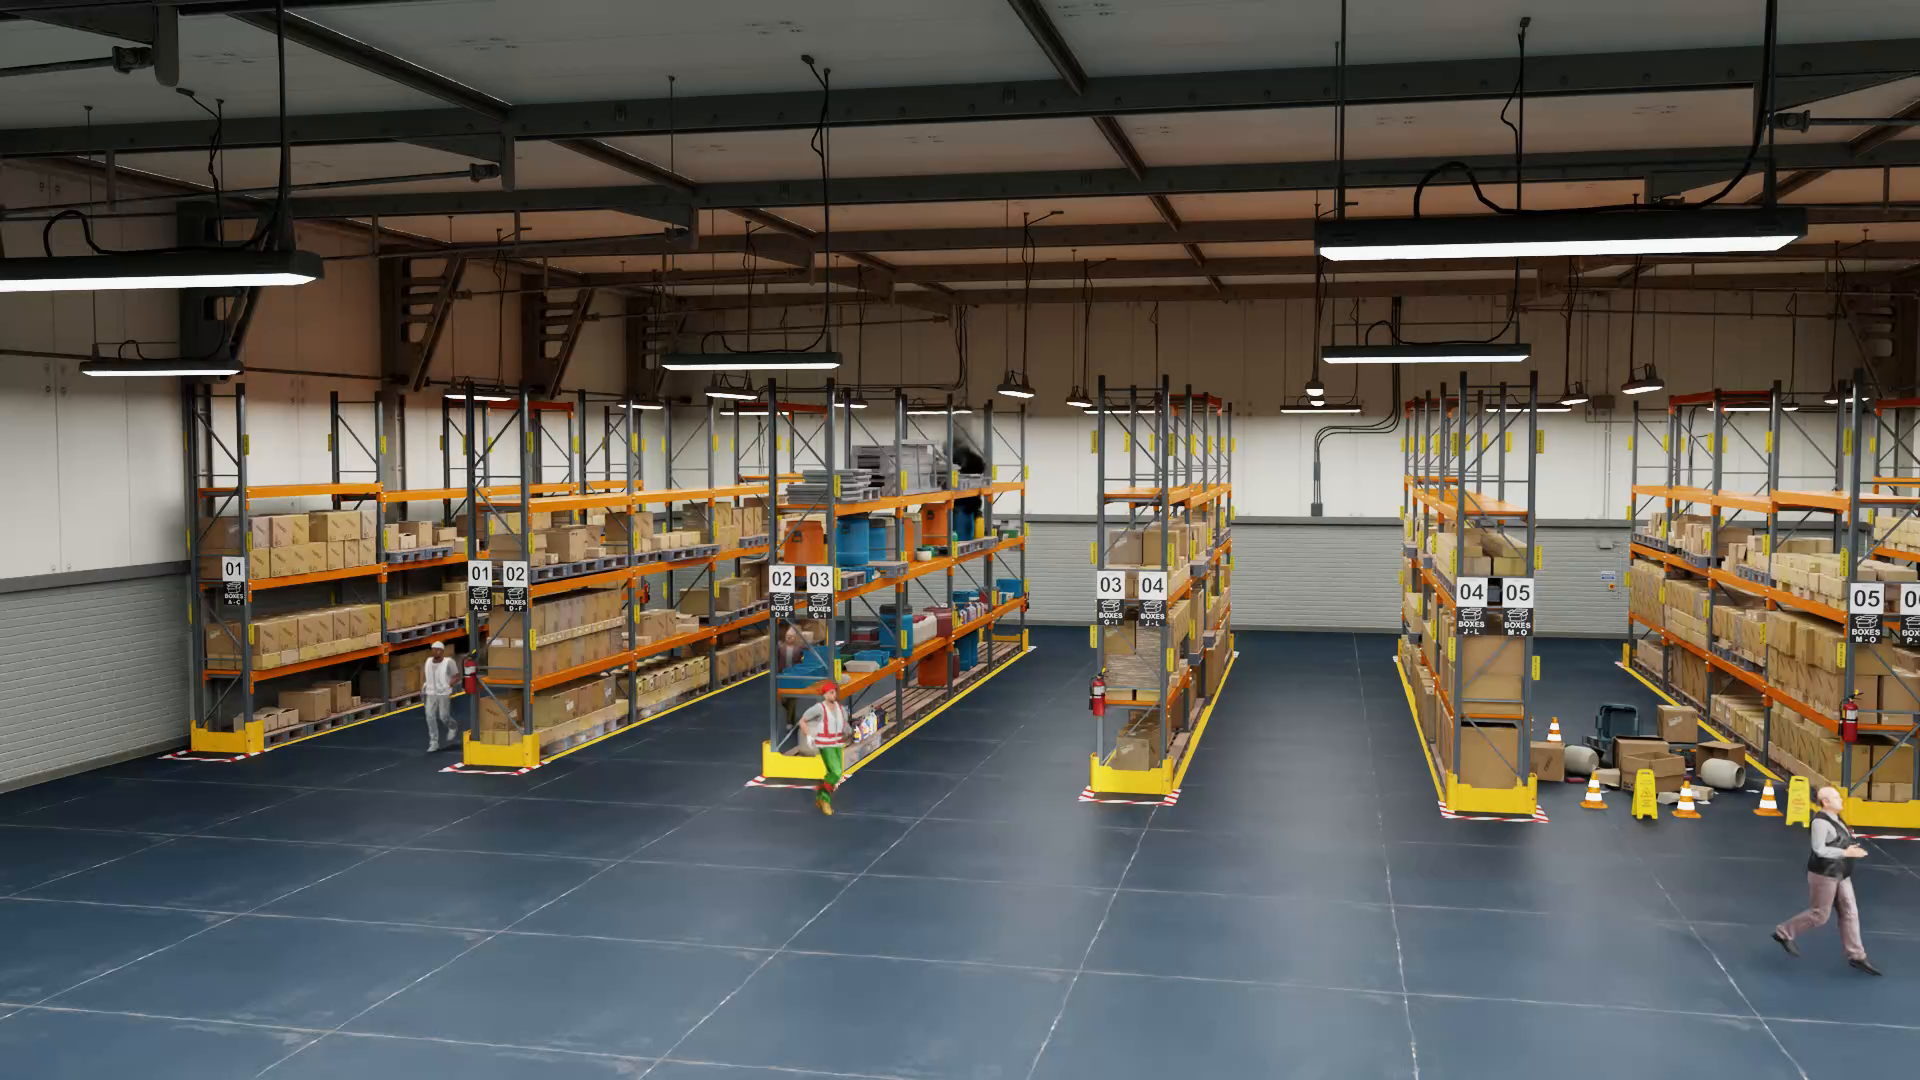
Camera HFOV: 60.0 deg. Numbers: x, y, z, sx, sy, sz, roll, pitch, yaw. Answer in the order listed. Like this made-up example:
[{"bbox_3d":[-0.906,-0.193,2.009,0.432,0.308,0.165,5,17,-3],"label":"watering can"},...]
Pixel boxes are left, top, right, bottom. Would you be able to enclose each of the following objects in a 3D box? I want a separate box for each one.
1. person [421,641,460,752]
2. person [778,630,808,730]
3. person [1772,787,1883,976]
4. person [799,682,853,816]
[{"bbox_3d":[-8.573,2.551,27.398,0.675,1.777,0.871,0,3,5],"label":"person"},{"bbox_3d":[-2.985,2.499,29.420,0.711,1.661,0.756,0,3,3],"label":"person"},{"bbox_3d":[8.272,3.211,15.832,0.657,1.726,0.949,-3,4,-43],"label":"person"},{"bbox_3d":[-1.749,2.821,22.509,0.712,1.790,0.650,3,4,41],"label":"person"}]
